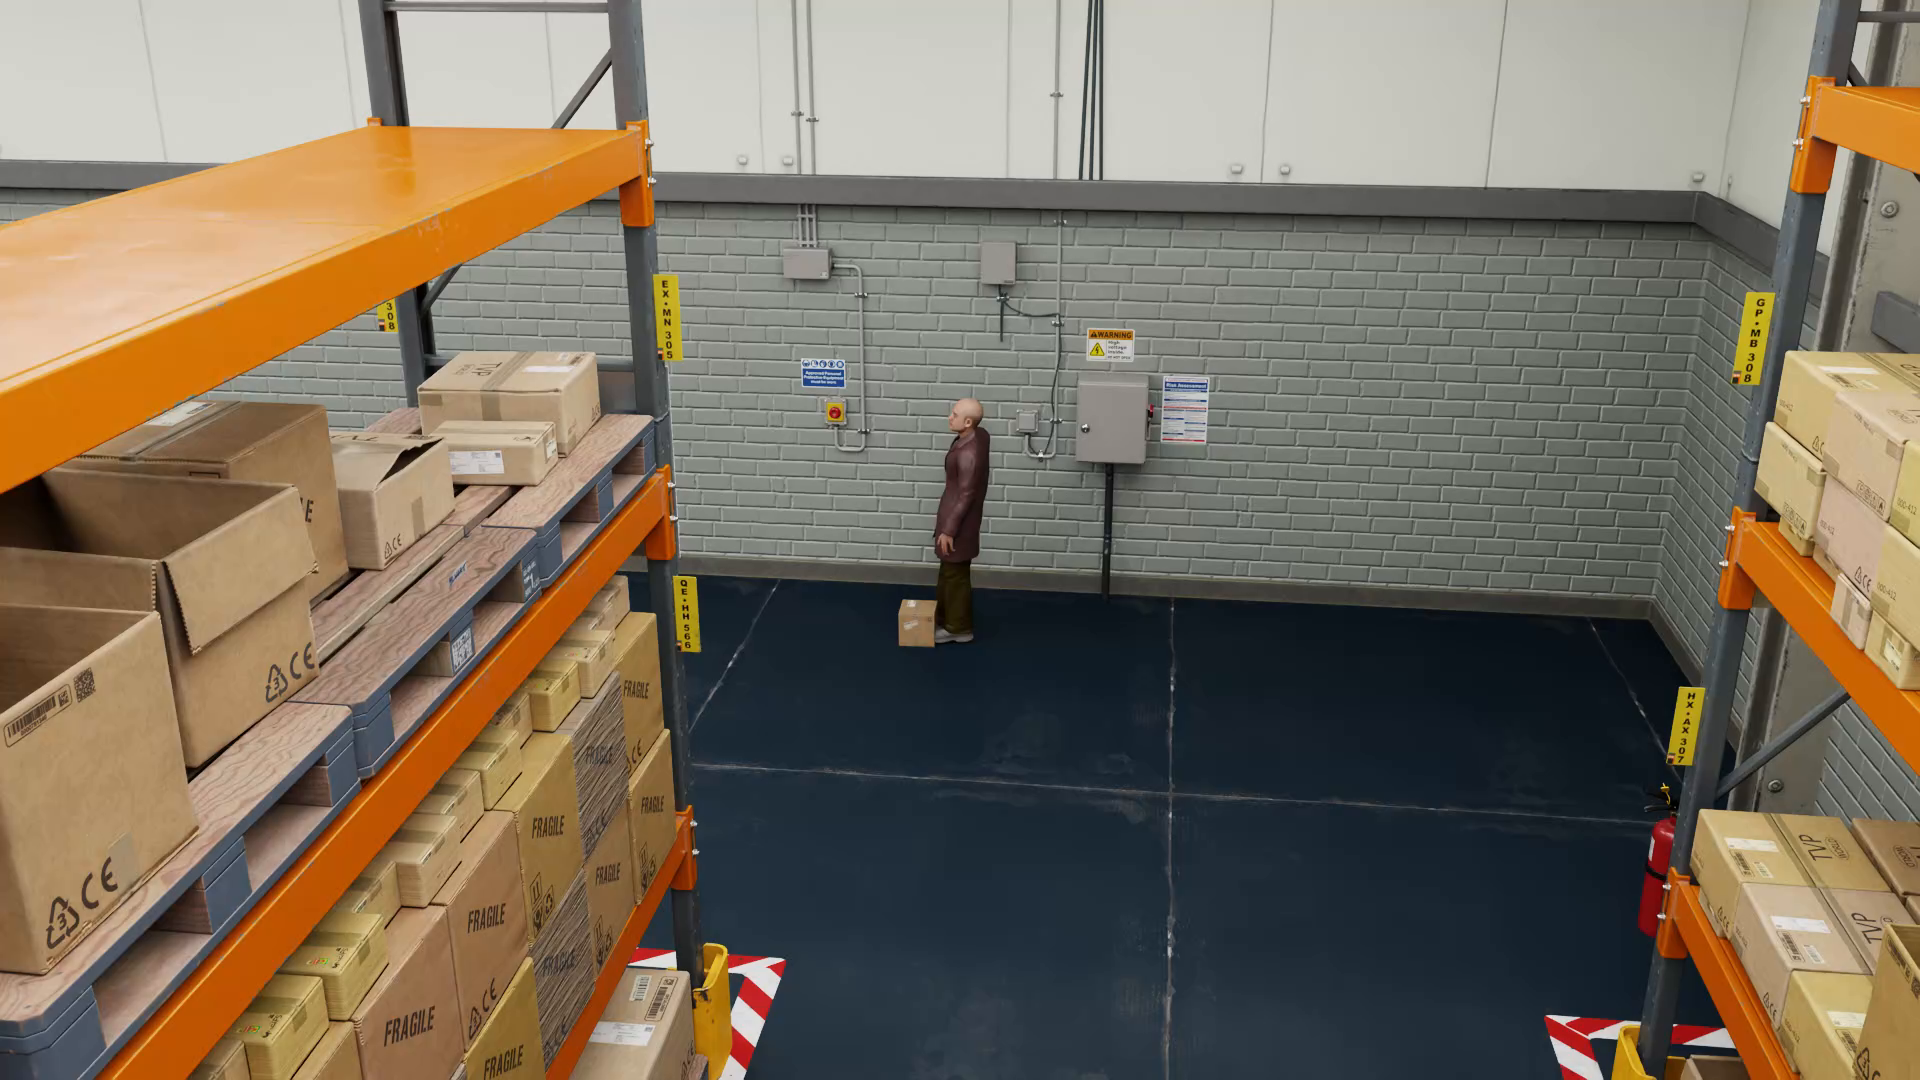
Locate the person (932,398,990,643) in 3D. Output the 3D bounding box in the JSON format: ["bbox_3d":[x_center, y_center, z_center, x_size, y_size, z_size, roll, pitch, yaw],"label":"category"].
[{"bbox_3d":[-0.097,-0.135,11.432,0.582,1.776,0.695,2,21,6],"label":"person"}]
